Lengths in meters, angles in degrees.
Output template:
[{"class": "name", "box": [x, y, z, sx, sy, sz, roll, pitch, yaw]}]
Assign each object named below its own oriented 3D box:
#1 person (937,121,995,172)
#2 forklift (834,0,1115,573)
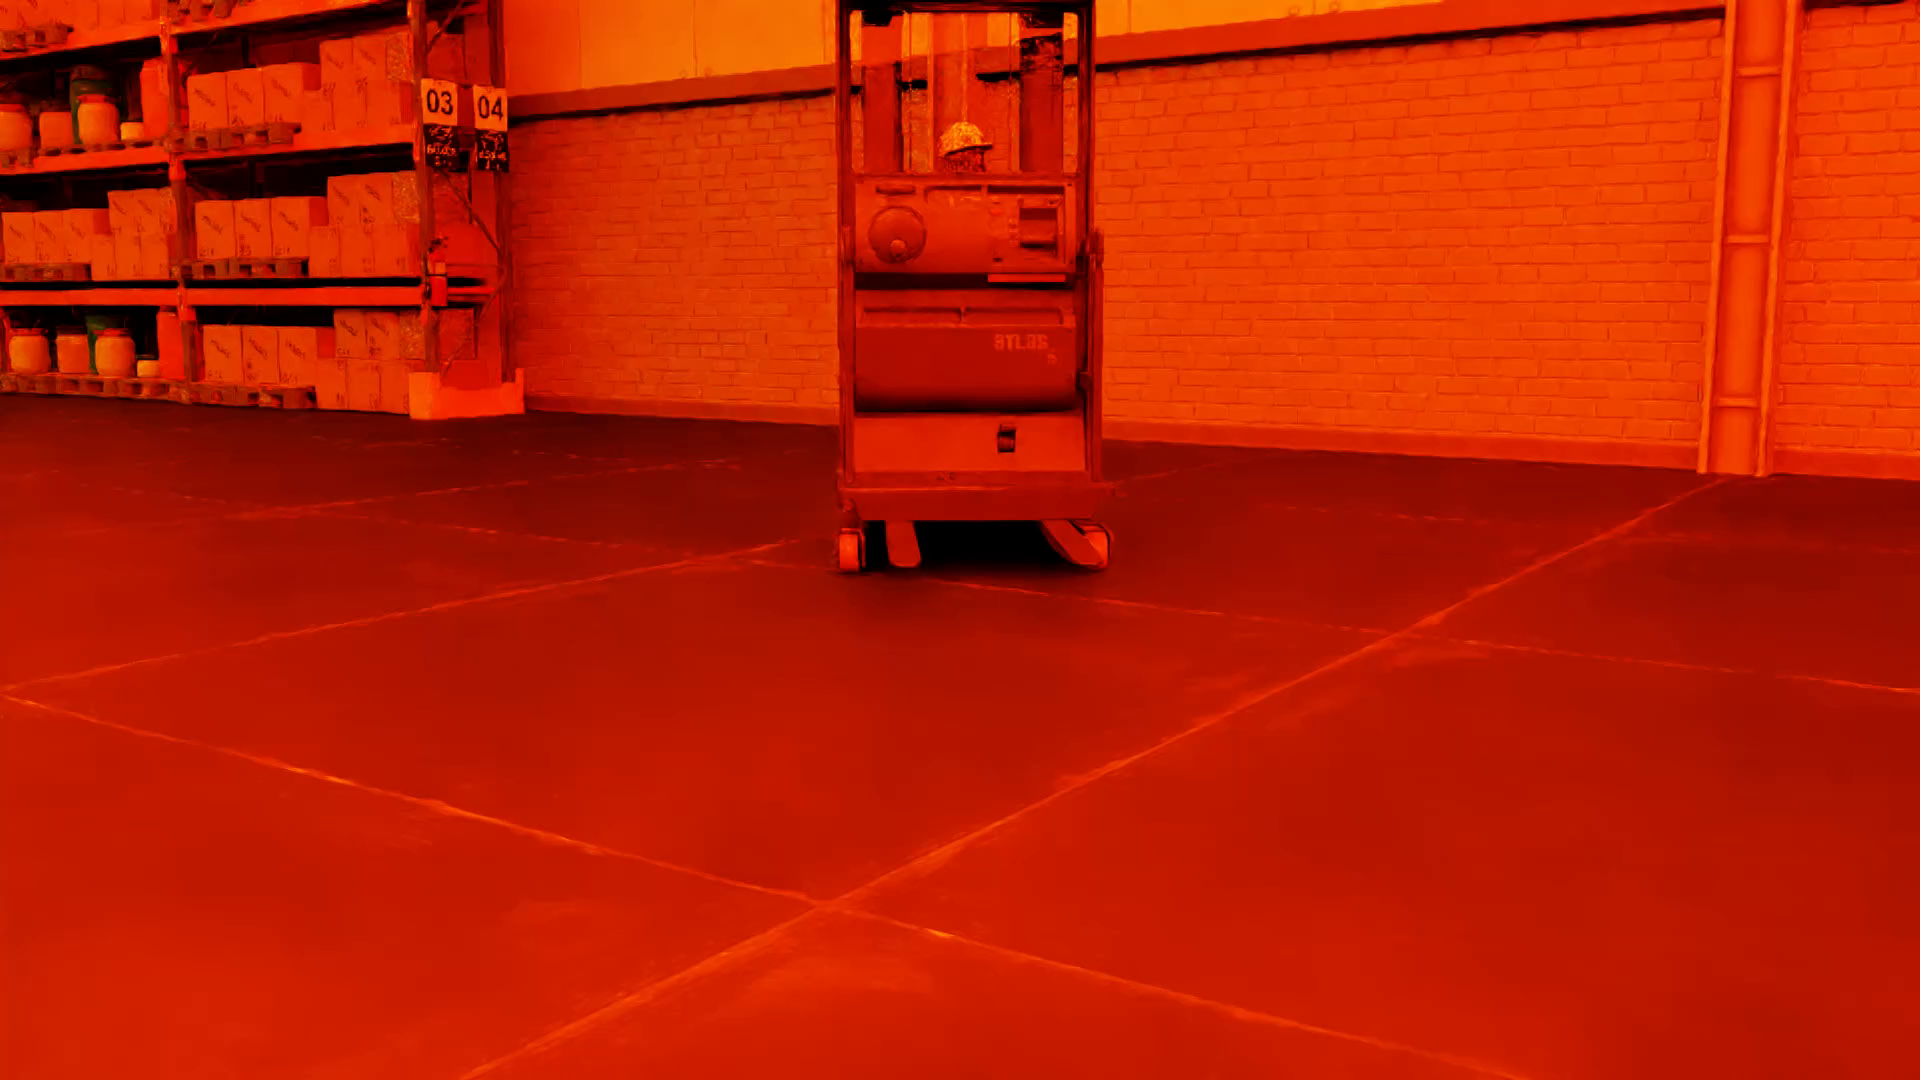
[{"class": "person", "box": [0.043, -0.998, 7.434, 0.437, 1.703, 0.546, 5, 10, 34]}, {"class": "forklift", "box": [0.038, -1.364, 6.783, 1.130, 2.935, 3.031, 0, 8, -3]}]
